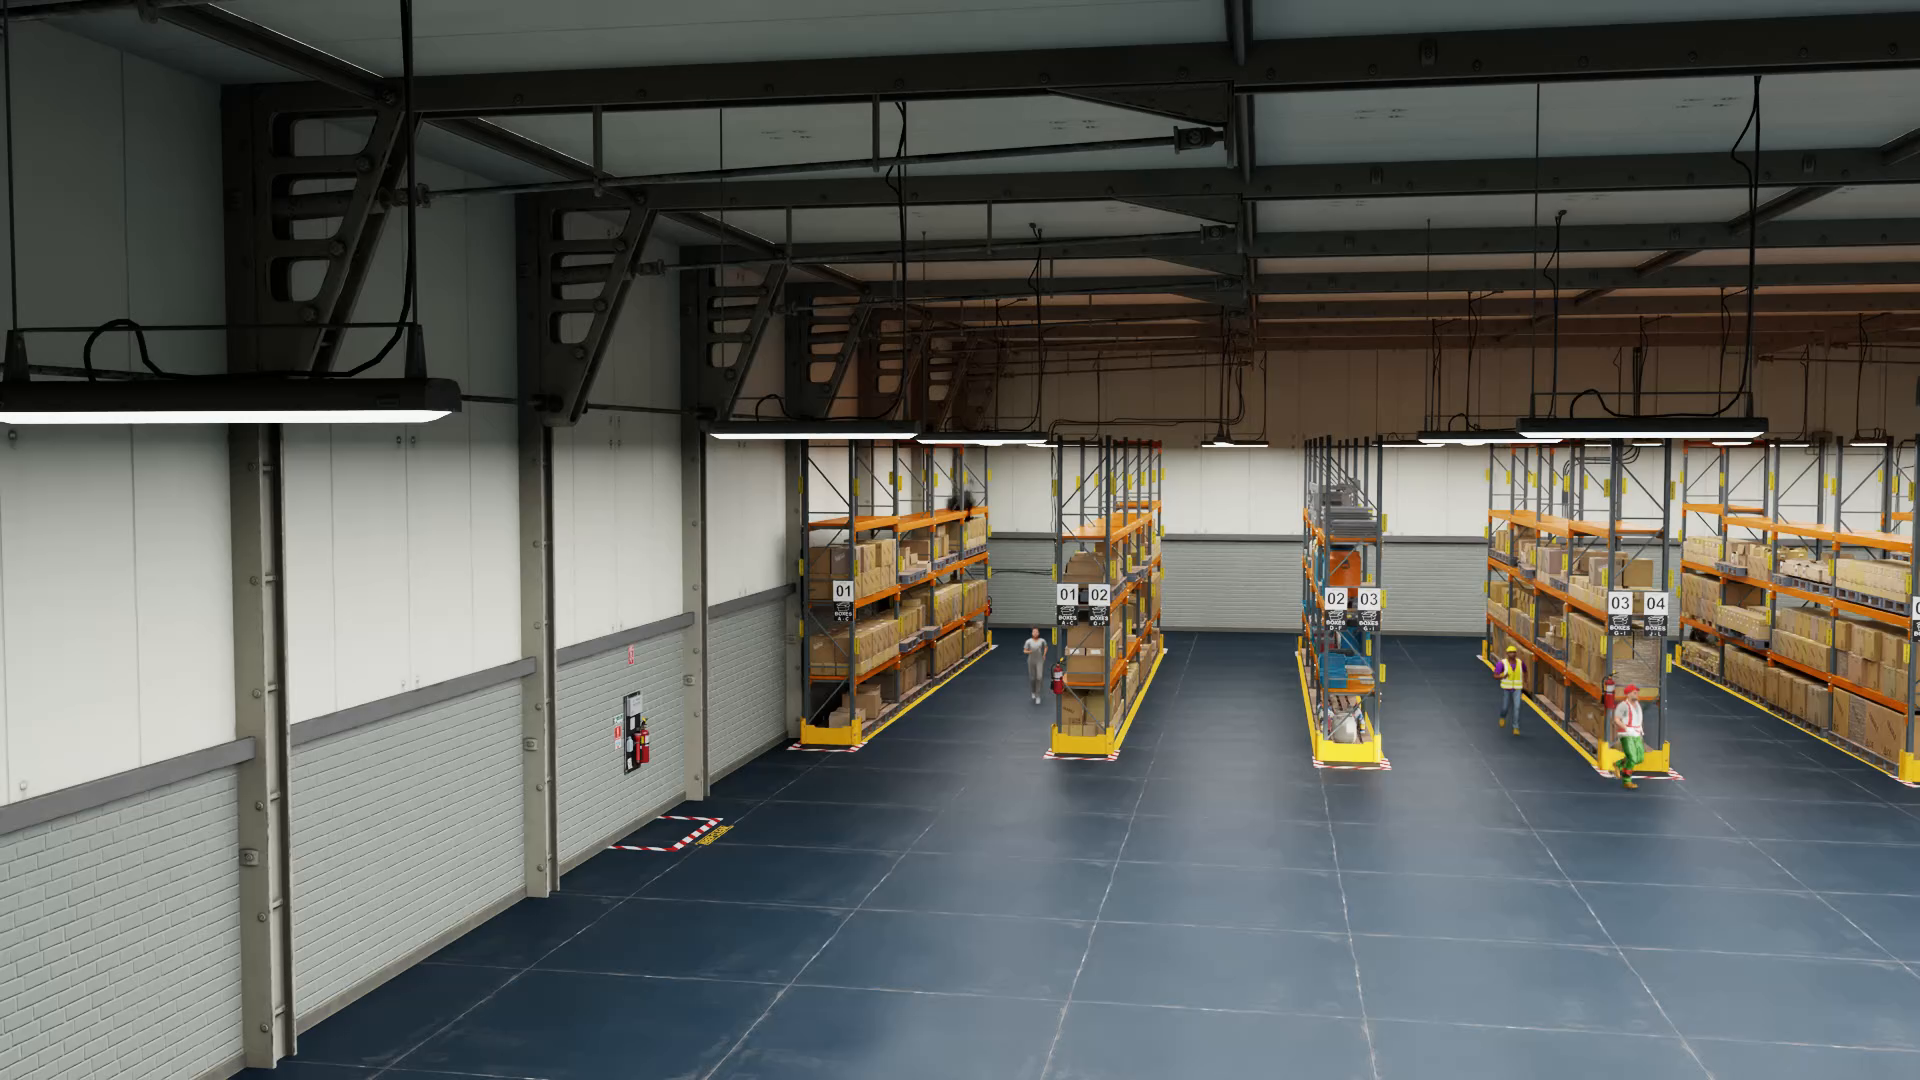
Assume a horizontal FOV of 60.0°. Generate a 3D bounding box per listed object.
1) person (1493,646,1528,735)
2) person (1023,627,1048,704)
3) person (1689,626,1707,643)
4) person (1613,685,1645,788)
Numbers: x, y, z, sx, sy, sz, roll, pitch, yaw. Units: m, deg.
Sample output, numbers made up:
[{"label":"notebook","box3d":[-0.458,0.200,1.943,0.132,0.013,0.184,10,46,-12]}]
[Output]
[{"label":"person","box3d":[11.151,3.007,33.631,0.712,1.744,0.961,0,3,8]},{"label":"person","box3d":[1.713,2.818,37.759,0.559,1.686,0.884,0,3,2]},{"label":"person","box3d":[20.330,2.406,45.646,0.901,1.751,0.767,1,3,26]},{"label":"person","box3d":[11.383,3.327,28.306,0.701,1.748,0.639,-2,4,-31]}]
